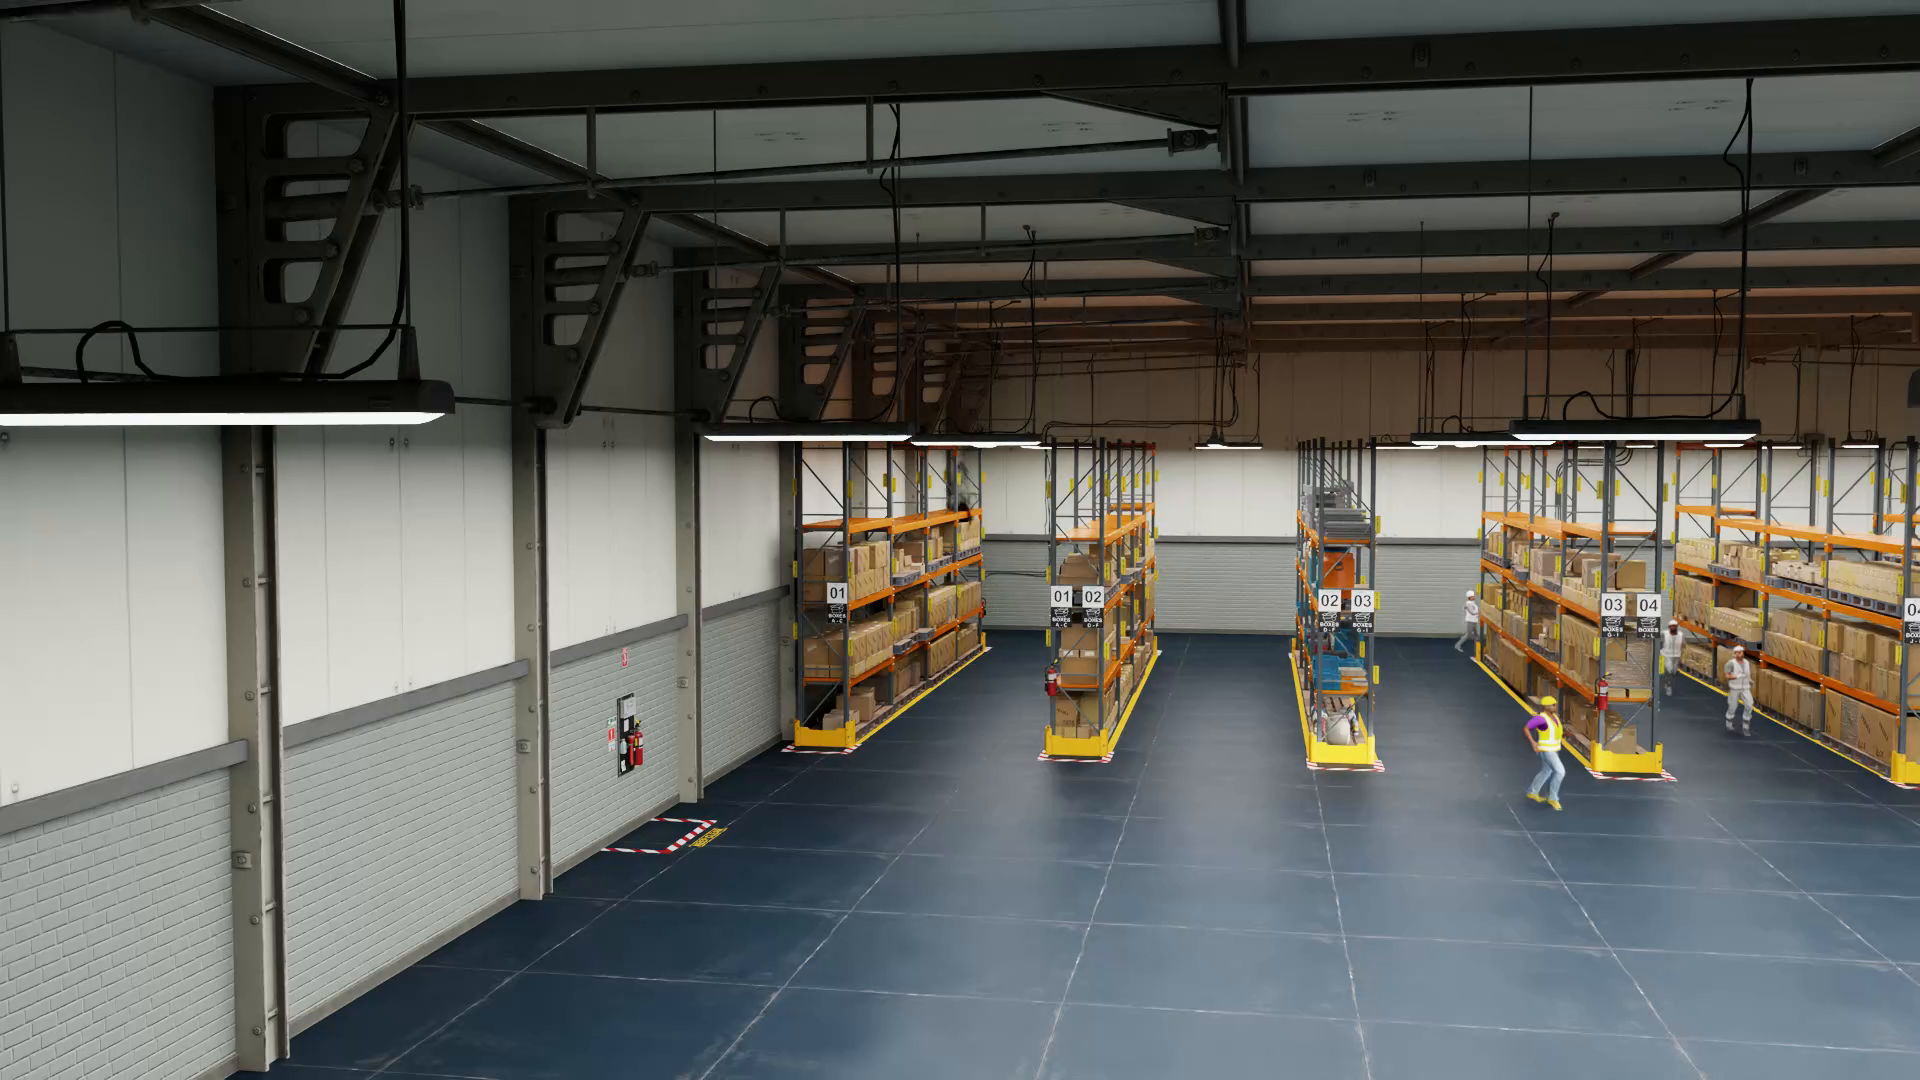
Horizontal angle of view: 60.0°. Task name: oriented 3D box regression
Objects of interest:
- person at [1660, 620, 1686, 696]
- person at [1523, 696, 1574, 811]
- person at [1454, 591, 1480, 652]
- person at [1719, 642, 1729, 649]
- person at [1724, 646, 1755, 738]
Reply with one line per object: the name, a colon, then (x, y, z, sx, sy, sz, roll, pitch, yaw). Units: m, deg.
person: (16.792, 2.777, 39.220, 0.593, 1.812, 0.868, 0, 3, 4)
person: (9.481, 3.425, 26.759, 0.764, 1.830, 0.674, 3, 4, 41)
person: (14.453, 2.333, 46.993, 0.906, 1.795, 0.643, 1, 3, 23)
person: (20.627, 2.530, 45.274, 0.601, 1.597, 0.778, -2, 4, -34)
person: (15.735, 3.051, 33.558, 0.643, 1.845, 0.774, 0, 3, 3)
